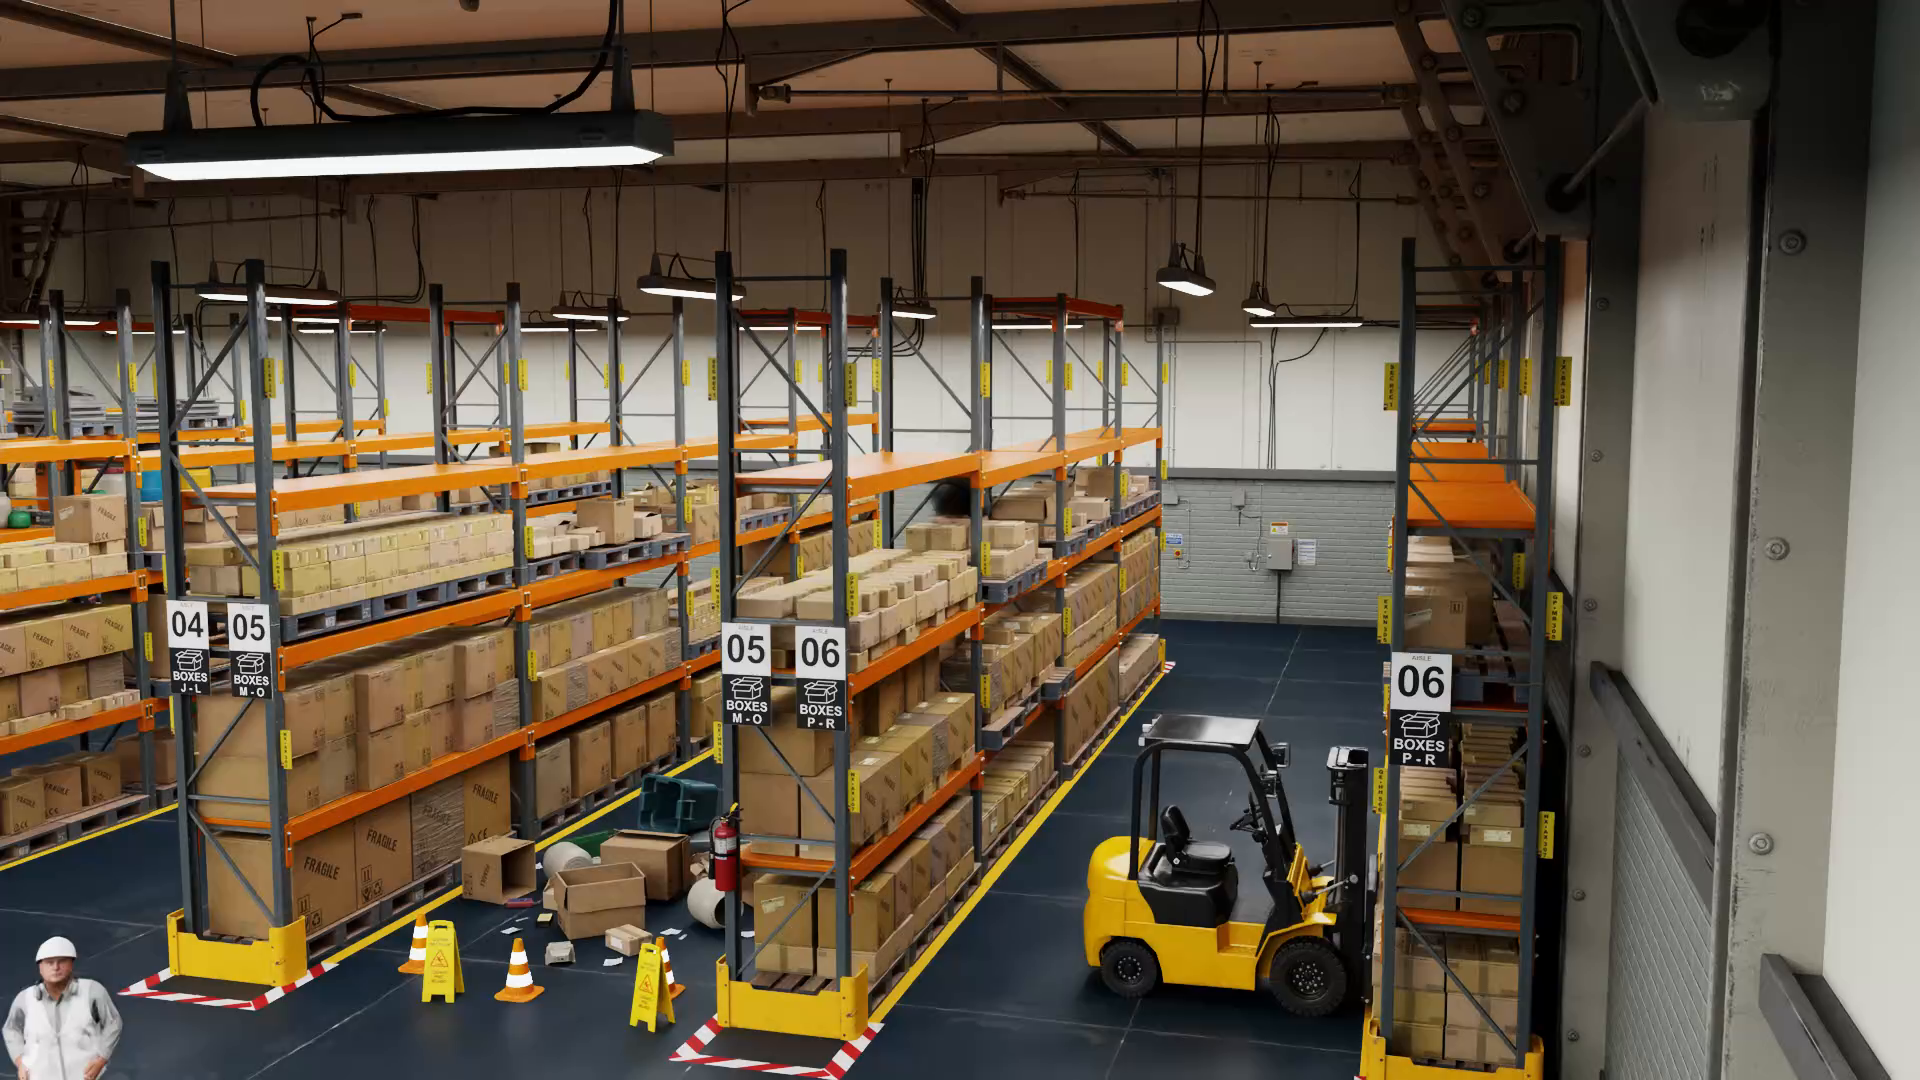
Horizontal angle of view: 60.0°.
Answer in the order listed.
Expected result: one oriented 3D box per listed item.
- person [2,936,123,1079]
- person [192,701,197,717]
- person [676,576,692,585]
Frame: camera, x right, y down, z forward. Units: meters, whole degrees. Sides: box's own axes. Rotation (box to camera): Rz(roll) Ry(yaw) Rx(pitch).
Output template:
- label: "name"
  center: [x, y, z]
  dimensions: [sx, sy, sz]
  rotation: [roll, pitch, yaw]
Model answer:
- label: "person"
  center: [-5.431, 3.262, 10.099]
  dimensions: [0.643, 1.757, 0.979]
  rotation: [-3, 7, -30]
- label: "person"
  center: [-10.541, 1.832, 22.939]
  dimensions: [0.668, 1.765, 0.998]
  rotation: [1, 6, 13]
- label: "person"
  center: [-4.452, 1.447, 27.076]
  dimensions: [0.710, 1.759, 0.690]
  rotation: [3, 7, 27]
